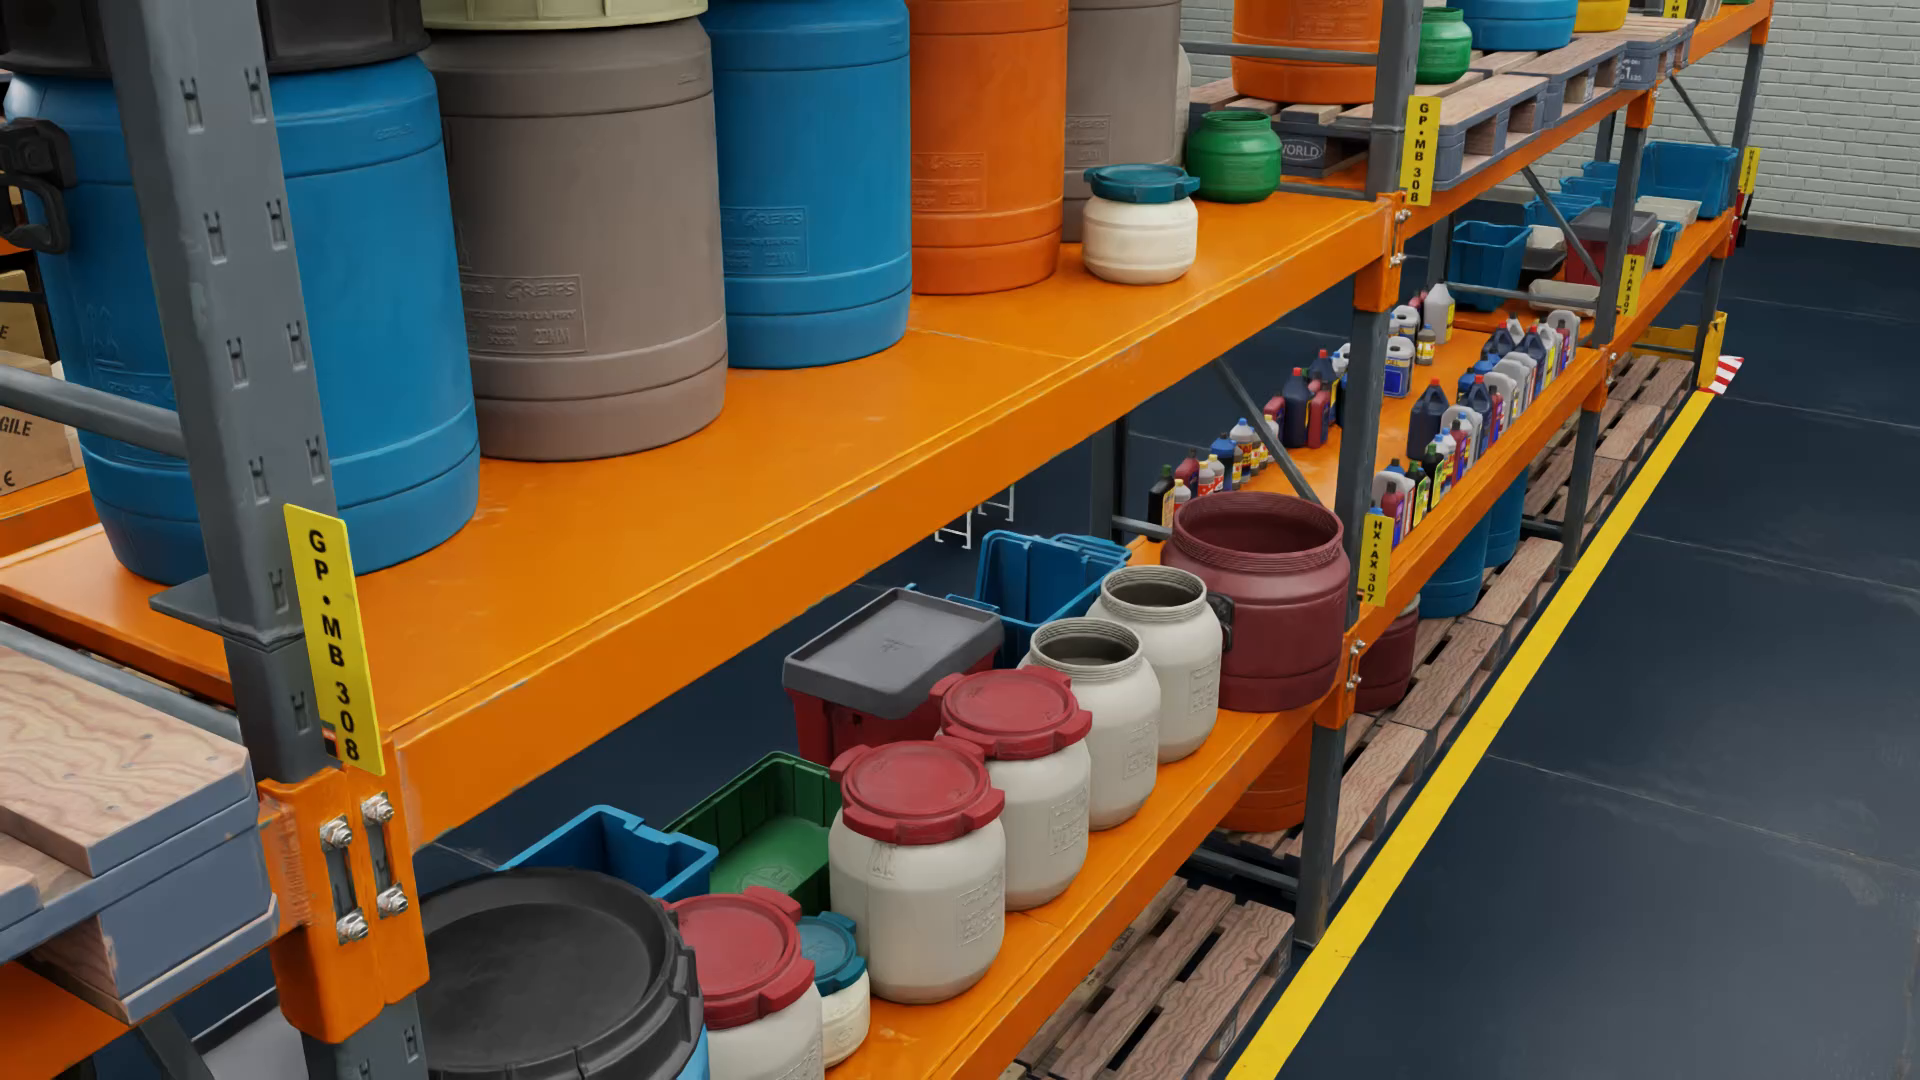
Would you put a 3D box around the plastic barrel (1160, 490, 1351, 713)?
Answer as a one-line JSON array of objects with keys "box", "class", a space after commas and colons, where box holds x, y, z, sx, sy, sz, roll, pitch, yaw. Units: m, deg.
[{"box": [0.942, 0.188, 5.369, 0.600, 0.536, 0.708, 14, 27, 29], "class": "plastic barrel"}]

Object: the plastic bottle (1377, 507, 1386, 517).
[{"box": [1.568, -0.023, 6.278, 0.097, 0.201, 0.097, 0, 23, 0], "class": "plastic bottle"}]

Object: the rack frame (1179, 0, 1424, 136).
[{"box": [0.930, -2.723, 4.713, 1.000, 3.000, 0.127, 14, 27, 29], "class": "rack frame"}]

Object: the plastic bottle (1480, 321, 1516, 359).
[{"box": [2.613, -0.886, 8.084, 0.144, 0.351, 0.185, 14, 27, 29], "class": "plastic bottle"}]

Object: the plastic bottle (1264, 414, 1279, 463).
[{"box": [1.338, -0.448, 7.258, 0.097, 0.201, 0.097, 0, 23, 0], "class": "plastic bottle"}]

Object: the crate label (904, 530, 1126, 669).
[{"box": [0.176, 0.292, 5.254, 0.502, 0.435, 0.616, 14, 27, 29], "class": "crate label"}]

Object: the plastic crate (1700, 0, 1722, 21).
[{"box": [4.270, -3.176, 9.867, 0.437, 0.136, 0.530, 14, 27, 29], "class": "plastic crate"}]

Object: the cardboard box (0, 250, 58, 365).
[{"box": [-6.520, -1.767, 12.234, 0.750, 0.750, 0.750, 14, 27, 29], "class": "cardboard box"}]

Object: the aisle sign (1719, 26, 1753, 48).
[{"box": [5.436, -3.826, 11.540, 0.394, 0.787, 0.004, 14, 27, 29], "class": "aisle sign"}]

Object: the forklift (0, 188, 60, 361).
[{"box": [-5.434, -1.771, 10.153, 3.031, 2.935, 1.130, 4, 24, 10], "class": "forklift"}]

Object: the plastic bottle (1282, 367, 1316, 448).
[{"box": [1.503, -0.604, 7.431, 0.144, 0.351, 0.185, 14, 27, 29], "class": "plastic bottle"}]

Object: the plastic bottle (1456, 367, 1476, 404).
[{"box": [2.338, -0.663, 7.667, 0.097, 0.271, 0.097, 0, 23, 0], "class": "plastic bottle"}]

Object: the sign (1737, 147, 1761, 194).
[{"box": [5.625, -2.635, 11.856, 0.100, 0.325, 0.005, 14, 27, 29], "class": "sign"}]

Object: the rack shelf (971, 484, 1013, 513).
[{"box": [0.087, -0.328, 9.761, 0.258, 0.148, 0.480, 14, 27, 29], "class": "rack shelf"}]

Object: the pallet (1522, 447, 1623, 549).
[{"box": [3.395, -0.297, 10.169, 1.003, 0.211, 1.213, 14, 27, 29], "class": "pallet"}]

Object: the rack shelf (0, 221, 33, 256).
[{"box": [-6.432, -2.391, 12.403, 1.077, 0.370, 4.000, 14, 27, 29], "class": "rack shelf"}]

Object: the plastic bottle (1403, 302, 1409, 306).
[{"box": [2.317, -1.106, 8.691, 0.097, 0.271, 0.097, 0, 23, 0], "class": "plastic bottle"}]

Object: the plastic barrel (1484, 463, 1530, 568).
[{"box": [2.738, -0.370, 8.941, 0.600, 0.901, 0.708, 14, 27, 29], "class": "plastic barrel"}]

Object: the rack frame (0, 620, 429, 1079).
[{"box": [-1.180, 1.380, 2.786, 1.000, 3.000, 0.127, 14, 27, 29], "class": "rack frame"}]

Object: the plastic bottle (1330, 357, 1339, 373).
[{"box": [1.725, -0.727, 7.817, 0.097, 0.271, 0.097, 0, 23, 0], "class": "plastic bottle"}]

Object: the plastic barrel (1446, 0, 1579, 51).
[{"box": [2.269, -2.511, 6.840, 0.600, 0.901, 0.708, 14, 27, 29], "class": "plastic barrel"}]

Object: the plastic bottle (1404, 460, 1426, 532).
[{"box": [1.786, -0.187, 6.552, 0.061, 0.283, 0.133, 14, 27, 29], "class": "plastic bottle"}]

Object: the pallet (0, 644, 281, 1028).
[{"box": [-1.478, 0.354, 1.618, 1.213, 0.211, 1.003, 14, 27, 29], "class": "pallet"}]

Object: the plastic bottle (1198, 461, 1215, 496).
[{"box": [0.979, -0.218, 6.727, 0.097, 0.201, 0.097, 0, 23, 0], "class": "plastic bottle"}]

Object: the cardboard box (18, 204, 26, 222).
[{"box": [-6.607, -2.358, 11.712, 0.380, 0.149, 0.250, 15, 27, 30], "class": "cardboard box"}]

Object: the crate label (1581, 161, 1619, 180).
[{"box": [4.740, -2.606, 12.130, 0.416, 0.233, 0.303, 14, 27, 29], "class": "crate label"}]

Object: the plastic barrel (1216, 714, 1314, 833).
[{"box": [1.173, 0.665, 6.642, 0.600, 0.830, 0.708, 14, 27, 29], "class": "plastic barrel"}]

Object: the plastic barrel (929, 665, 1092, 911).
[{"box": [0.126, 0.647, 4.308, 0.433, 0.535, 0.433, 0, 23, 0], "class": "plastic barrel"}]

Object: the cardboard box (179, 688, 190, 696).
[{"box": [-3.616, 0.463, 7.837, 0.500, 0.250, 0.500, 14, 27, 28], "class": "cardboard box"}]

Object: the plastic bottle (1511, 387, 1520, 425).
[{"box": [2.539, -0.644, 7.713, 0.097, 0.201, 0.097, 0, 23, 0], "class": "plastic bottle"}]

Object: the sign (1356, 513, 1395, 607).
[{"box": [1.401, 0.068, 5.612, 0.100, 0.325, 0.005, 14, 27, 29], "class": "sign"}]

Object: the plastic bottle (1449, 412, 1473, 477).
[{"box": [2.126, -0.412, 7.089, 0.097, 0.271, 0.097, 0, 23, 0], "class": "plastic bottle"}]

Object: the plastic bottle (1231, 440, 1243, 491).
[{"box": [1.133, -0.316, 6.955, 0.097, 0.201, 0.097, 0, 23, 0], "class": "plastic bottle"}]

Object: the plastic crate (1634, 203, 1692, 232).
[{"box": [4.708, -2.169, 11.240, 0.396, 0.136, 0.243, 14, 27, 29], "class": "plastic crate"}]

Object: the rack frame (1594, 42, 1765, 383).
[{"box": [5.150, -2.670, 12.142, 1.000, 3.000, 0.127, 14, 27, 29], "class": "rack frame"}]

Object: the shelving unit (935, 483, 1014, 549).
[{"box": [0.087, -0.606, 9.641, 0.258, 1.200, 0.503, 14, 27, 29], "class": "shelving unit"}]

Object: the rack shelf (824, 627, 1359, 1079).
[{"box": [-0.125, 1.035, 4.488, 1.077, 0.370, 4.000, 14, 27, 29], "class": "rack shelf"}]

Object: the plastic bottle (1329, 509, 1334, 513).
[{"box": [1.303, -0.023, 6.184, 0.152, 0.276, 0.135, 14, 27, 29], "class": "plastic bottle"}]

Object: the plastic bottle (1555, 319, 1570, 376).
[{"box": [3.023, -0.978, 8.380, 0.061, 0.283, 0.133, 14, 27, 29], "class": "plastic bottle"}]

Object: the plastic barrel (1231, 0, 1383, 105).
[{"box": [1.232, -1.927, 5.581, 0.600, 0.830, 0.708, 14, 27, 29], "class": "plastic barrel"}]

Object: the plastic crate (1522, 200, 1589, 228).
[{"box": [3.887, -2.061, 10.870, 0.416, 0.233, 0.300, 14, 27, 29], "class": "plastic crate"}]

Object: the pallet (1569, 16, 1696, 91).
[{"box": [2.709, -2.325, 7.807, 1.213, 0.211, 1.003, 14, 27, 29], "class": "pallet"}]

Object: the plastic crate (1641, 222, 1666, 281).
[{"box": [4.002, -1.770, 10.136, 0.437, 0.282, 0.530, 14, 27, 29], "class": "plastic crate"}]

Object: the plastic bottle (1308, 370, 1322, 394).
[{"box": [1.603, -0.623, 7.560, 0.061, 0.283, 0.133, 14, 27, 29], "class": "plastic bottle"}]

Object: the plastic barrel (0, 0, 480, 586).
[{"box": [-1.096, -0.444, 2.592, 0.600, 0.901, 0.708, 14, 27, 29], "class": "plastic barrel"}]

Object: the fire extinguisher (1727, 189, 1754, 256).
[{"box": [5.615, -2.419, 12.129, 0.296, 0.674, 0.183, 14, 27, 29], "class": "fire extinguisher"}]

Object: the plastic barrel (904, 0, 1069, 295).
[{"box": [-0.033, -1.091, 4.178, 0.600, 0.830, 0.708, 14, 27, 29], "class": "plastic barrel"}]

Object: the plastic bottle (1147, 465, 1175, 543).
[{"box": [0.781, -0.142, 6.450, 0.061, 0.283, 0.133, 14, 27, 29], "class": "plastic bottle"}]

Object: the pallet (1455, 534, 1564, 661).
[{"box": [2.597, 0.211, 8.996, 1.003, 0.211, 1.213, 14, 27, 29], "class": "pallet"}]

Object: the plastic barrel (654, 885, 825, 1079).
[{"box": [-0.489, 1.041, 3.399, 0.433, 0.535, 0.433, 0, 23, 0], "class": "plastic barrel"}]

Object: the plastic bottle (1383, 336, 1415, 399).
[{"box": [2.113, -0.842, 8.076, 0.152, 0.276, 0.135, 14, 27, 29], "class": "plastic bottle"}]

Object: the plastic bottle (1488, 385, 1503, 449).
[{"box": [2.371, -0.561, 7.417, 0.061, 0.283, 0.133, 14, 27, 29], "class": "plastic bottle"}]

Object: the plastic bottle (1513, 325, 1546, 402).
[{"box": [2.735, -0.856, 8.014, 0.144, 0.351, 0.185, 14, 27, 29], "class": "plastic bottle"}]

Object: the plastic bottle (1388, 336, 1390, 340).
[{"box": [2.143, -0.963, 8.448, 0.097, 0.201, 0.097, 0, 23, 0], "class": "plastic bottle"}]

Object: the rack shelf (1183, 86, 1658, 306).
[{"box": [1.985, -1.691, 7.011, 1.077, 0.370, 4.000, 14, 27, 29], "class": "rack shelf"}]

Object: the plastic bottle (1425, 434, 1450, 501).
[{"box": [1.953, -0.302, 6.833, 0.097, 0.271, 0.097, 0, 23, 0], "class": "plastic bottle"}]

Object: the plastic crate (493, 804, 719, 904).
[{"box": [-0.863, 0.950, 3.800, 0.392, 0.384, 0.575, 14, 27, 29], "class": "plastic crate"}]

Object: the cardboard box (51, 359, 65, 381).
[{"box": [-3.913, -0.707, 7.720, 0.500, 0.311, 0.500, 14, 27, 28], "class": "cardboard box"}]

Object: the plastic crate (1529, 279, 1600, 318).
[{"box": [3.406, -1.354, 9.358, 0.396, 0.136, 0.243, 14, 27, 29], "class": "plastic crate"}]
